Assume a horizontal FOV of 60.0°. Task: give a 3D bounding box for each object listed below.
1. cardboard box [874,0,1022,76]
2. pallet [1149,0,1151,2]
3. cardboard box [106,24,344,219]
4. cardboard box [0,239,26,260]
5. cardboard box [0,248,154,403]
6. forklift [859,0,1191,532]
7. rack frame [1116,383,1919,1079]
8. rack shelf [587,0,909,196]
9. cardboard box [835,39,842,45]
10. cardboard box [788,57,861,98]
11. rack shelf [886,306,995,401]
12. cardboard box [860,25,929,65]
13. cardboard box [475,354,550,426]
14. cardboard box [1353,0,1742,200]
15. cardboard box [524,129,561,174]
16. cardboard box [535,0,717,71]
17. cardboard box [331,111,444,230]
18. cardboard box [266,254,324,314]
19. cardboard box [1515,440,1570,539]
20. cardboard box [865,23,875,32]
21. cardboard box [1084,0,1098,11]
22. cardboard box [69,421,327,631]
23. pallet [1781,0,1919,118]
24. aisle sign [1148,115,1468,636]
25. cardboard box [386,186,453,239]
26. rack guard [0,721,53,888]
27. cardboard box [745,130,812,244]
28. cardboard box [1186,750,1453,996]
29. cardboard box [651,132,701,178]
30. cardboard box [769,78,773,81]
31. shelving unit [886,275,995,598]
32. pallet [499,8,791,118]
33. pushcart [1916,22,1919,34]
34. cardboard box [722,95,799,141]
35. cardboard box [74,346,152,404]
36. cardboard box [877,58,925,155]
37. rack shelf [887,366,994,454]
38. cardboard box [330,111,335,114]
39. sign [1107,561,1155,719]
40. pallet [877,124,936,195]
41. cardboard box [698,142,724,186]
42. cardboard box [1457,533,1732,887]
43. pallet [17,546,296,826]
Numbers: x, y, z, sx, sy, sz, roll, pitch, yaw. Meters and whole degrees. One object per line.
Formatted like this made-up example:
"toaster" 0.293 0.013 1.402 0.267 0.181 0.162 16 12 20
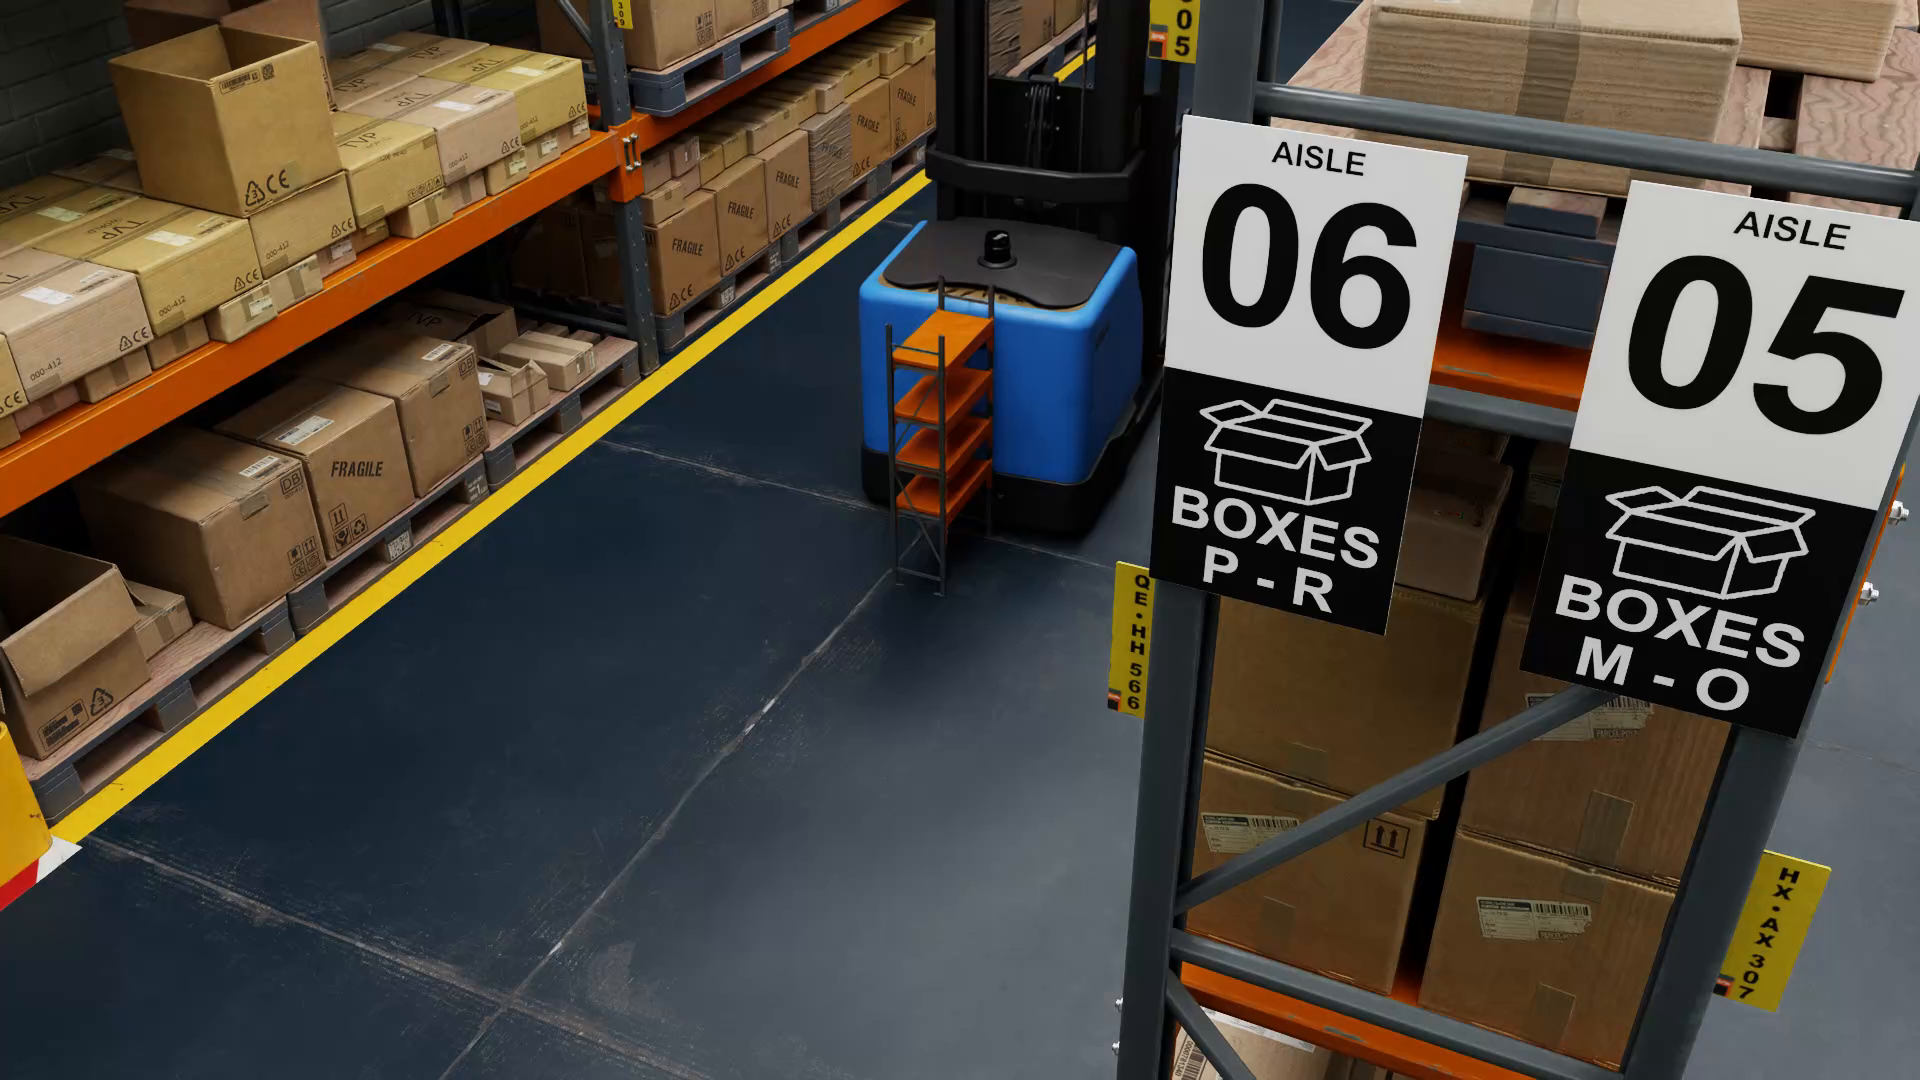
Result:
"cardboard box" -0.085 -3.712 11.958 0.875 0.625 0.625 15 36 22
"pallet" 1.043 -4.672 14.183 1.003 0.211 1.213 14 36 20
"cardboard box" -2.643 -1.524 6.021 0.500 0.500 0.500 15 36 22
"cardboard box" -3.537 -0.846 5.670 0.500 0.250 0.500 14 36 21
"cardboard box" -3.060 -0.715 5.470 0.500 0.250 0.500 15 36 21
"forklift" 0.515 -2.061 7.720 1.130 2.935 3.031 11 35 16
"rack frame" 0.805 0.899 3.143 1.000 3.000 0.127 14 36 20
"rack shelf" -1.195 -2.925 9.631 1.077 0.370 4.000 14 36 20
"cardboard box" -0.995 -3.309 10.866 0.380 0.149 0.250 15 36 22
"cardboard box" -0.827 -2.810 10.105 0.380 0.149 0.250 14 36 20
"rack shelf" -0.073 -0.742 6.571 0.258 0.148 0.480 13 36 19
"cardboard box" -0.421 -3.176 10.664 0.380 0.149 0.250 12 35 18
"cardboard box" -2.147 -0.739 7.752 0.396 0.266 0.258 15 36 22
"cardboard box" 0.911 -0.755 2.592 0.500 0.250 0.500 11 35 16
"cardboard box" -2.025 -1.773 7.448 0.380 0.149 0.250 15 36 22
"cardboard box" -1.626 -2.637 8.062 0.700 0.500 0.500 15 36 22
"cardboard box" -2.440 -1.484 6.642 0.500 0.250 0.500 14 36 20
"cardboard box" -2.643 -0.999 6.268 0.380 0.149 0.250 15 36 22
"cardboard box" 1.250 -0.092 3.060 0.380 0.149 0.250 15 36 22
"cardboard box" -0.789 -3.207 11.301 0.500 0.500 0.500 16 36 22
"cardboard box" 0.776 -4.749 13.540 0.875 0.625 0.625 14 36 20
"cardboard box" -2.970 -0.068 6.514 0.700 0.500 0.500 16 36 22
"pallet" 1.615 -1.300 3.842 1.003 0.211 1.213 14 36 20
"aisle sign" 0.493 -0.223 2.484 0.394 0.787 0.004 14 36 20
"cardboard box" -2.327 -1.380 6.848 0.380 0.149 0.250 14 36 20
"rack guard" -3.673 0.770 5.620 1.175 0.500 0.348 14 36 20
"cardboard box" -1.198 -2.064 9.559 0.500 0.500 0.500 13 35 19
"cardboard box" 0.766 0.557 3.575 0.500 0.500 0.500 14 36 21
"cardboard box" -1.575 -2.014 8.619 0.380 0.149 0.250 12 35 18
"cardboard box" -1.352 -2.779 10.058 0.380 0.149 0.250 14 36 21
"shelving unit" -0.073 -0.414 6.786 0.258 1.200 0.503 13 36 19
"pallet" -1.598 -2.522 8.536 1.003 0.211 1.213 14 36 20
"pushcart" 7.917 -3.482 12.217 1.648 0.377 0.936 3 33 4
"cardboard box" -1.151 -2.414 9.500 0.380 0.149 0.250 15 36 22
"cardboard box" -3.014 -0.621 5.691 0.380 0.149 0.250 15 36 22
"cardboard box" -0.559 -2.845 10.751 0.500 0.500 0.500 14 36 20
"rack shelf" -0.073 -0.544 6.701 0.258 0.148 0.480 13 36 19
"cardboard box" -2.905 -1.599 6.818 0.500 0.250 0.500 15 36 22
"sign" 0.318 0.185 2.961 0.100 0.325 0.005 14 36 20
"pallet" -0.705 -2.693 11.164 1.003 0.211 1.213 14 36 20
"cardboard box" -1.497 -2.035 8.923 0.380 0.149 0.250 12 35 18
"cardboard box" 1.264 0.266 3.106 0.500 0.500 0.500 13 36 19
"pallet" -3.341 0.494 6.305 1.003 0.211 1.213 14 36 20
